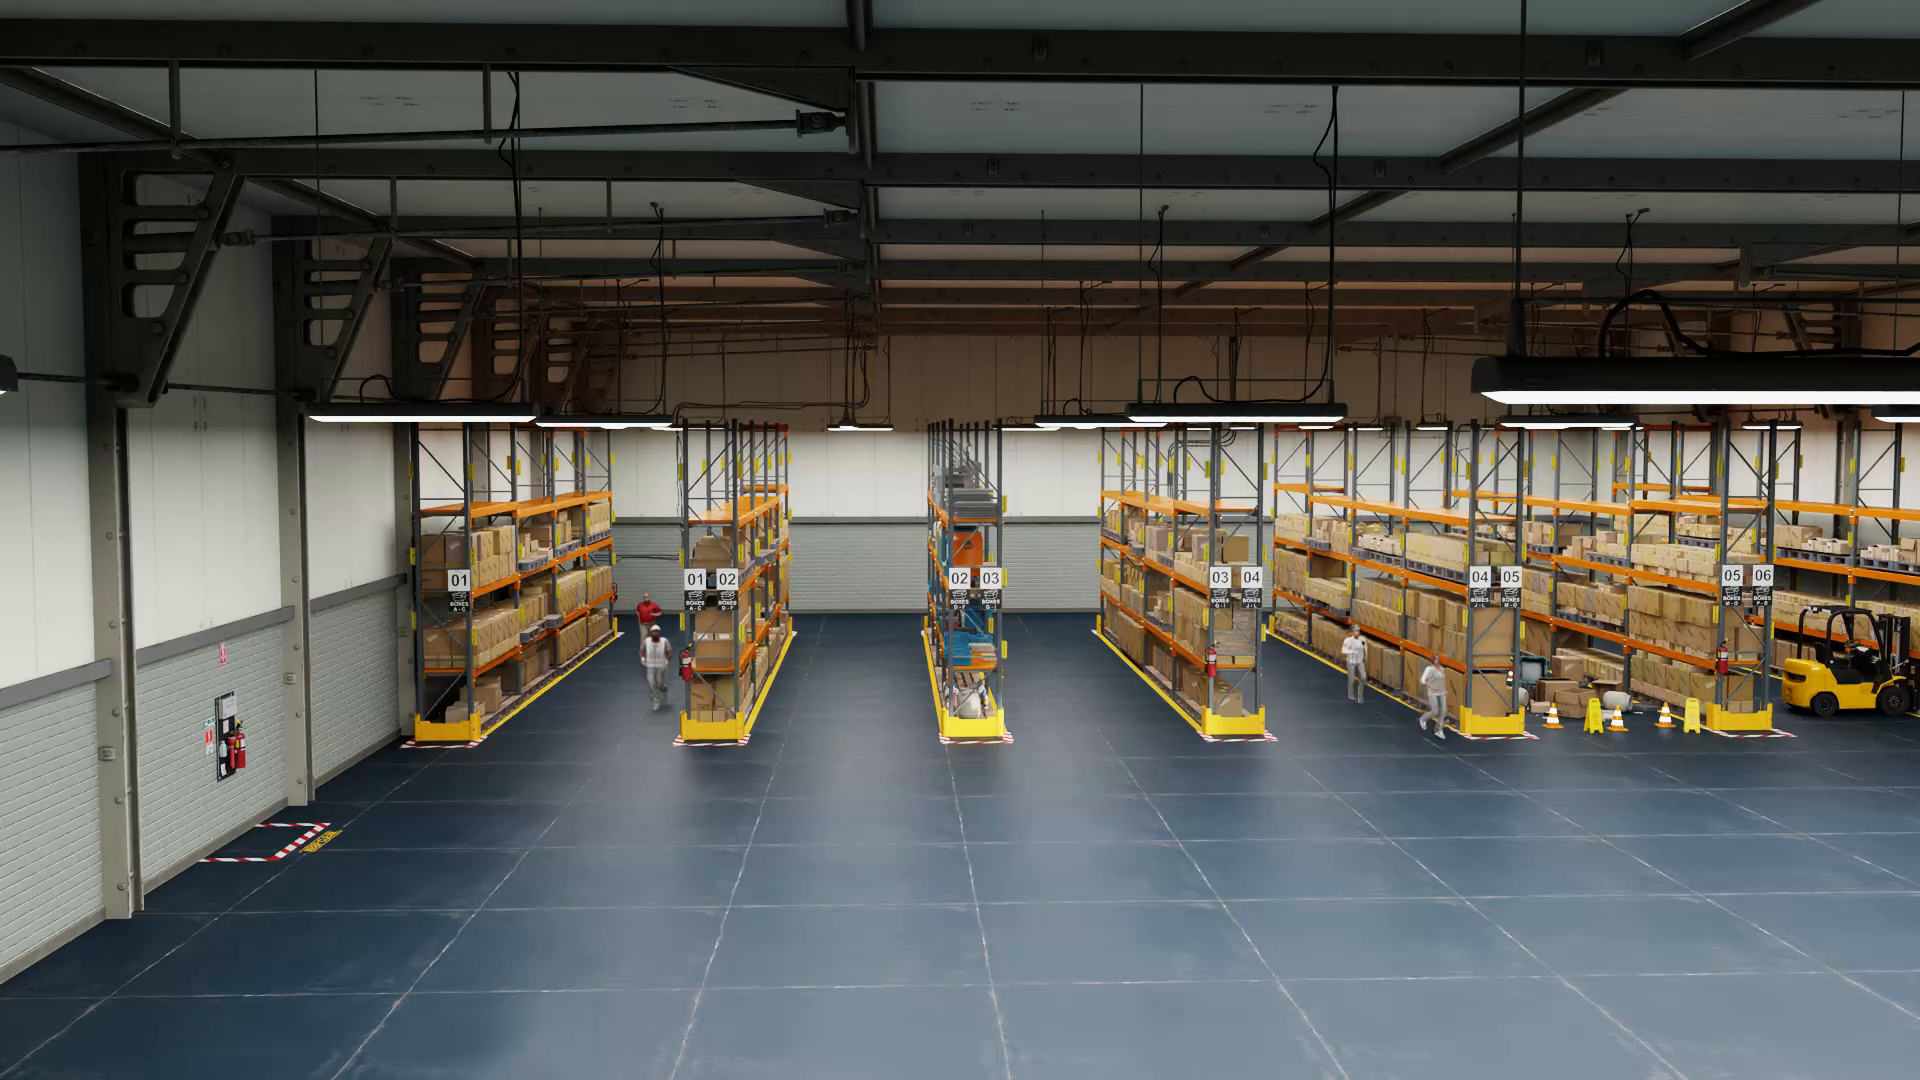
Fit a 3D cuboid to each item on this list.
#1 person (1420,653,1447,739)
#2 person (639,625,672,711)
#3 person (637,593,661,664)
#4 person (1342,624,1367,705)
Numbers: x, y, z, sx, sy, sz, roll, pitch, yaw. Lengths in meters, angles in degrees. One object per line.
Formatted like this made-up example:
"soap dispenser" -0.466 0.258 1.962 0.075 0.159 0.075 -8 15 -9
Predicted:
"person" 8.971 2.936 31.474 0.550 1.586 0.642 -1 4 -21
"person" -6.344 2.639 34.614 0.677 1.756 0.696 0 4 -5
"person" -7.784 2.214 41.617 0.629 1.803 0.811 0 4 -7
"person" 8.379 2.629 35.301 0.594 1.714 0.752 0 4 -1
